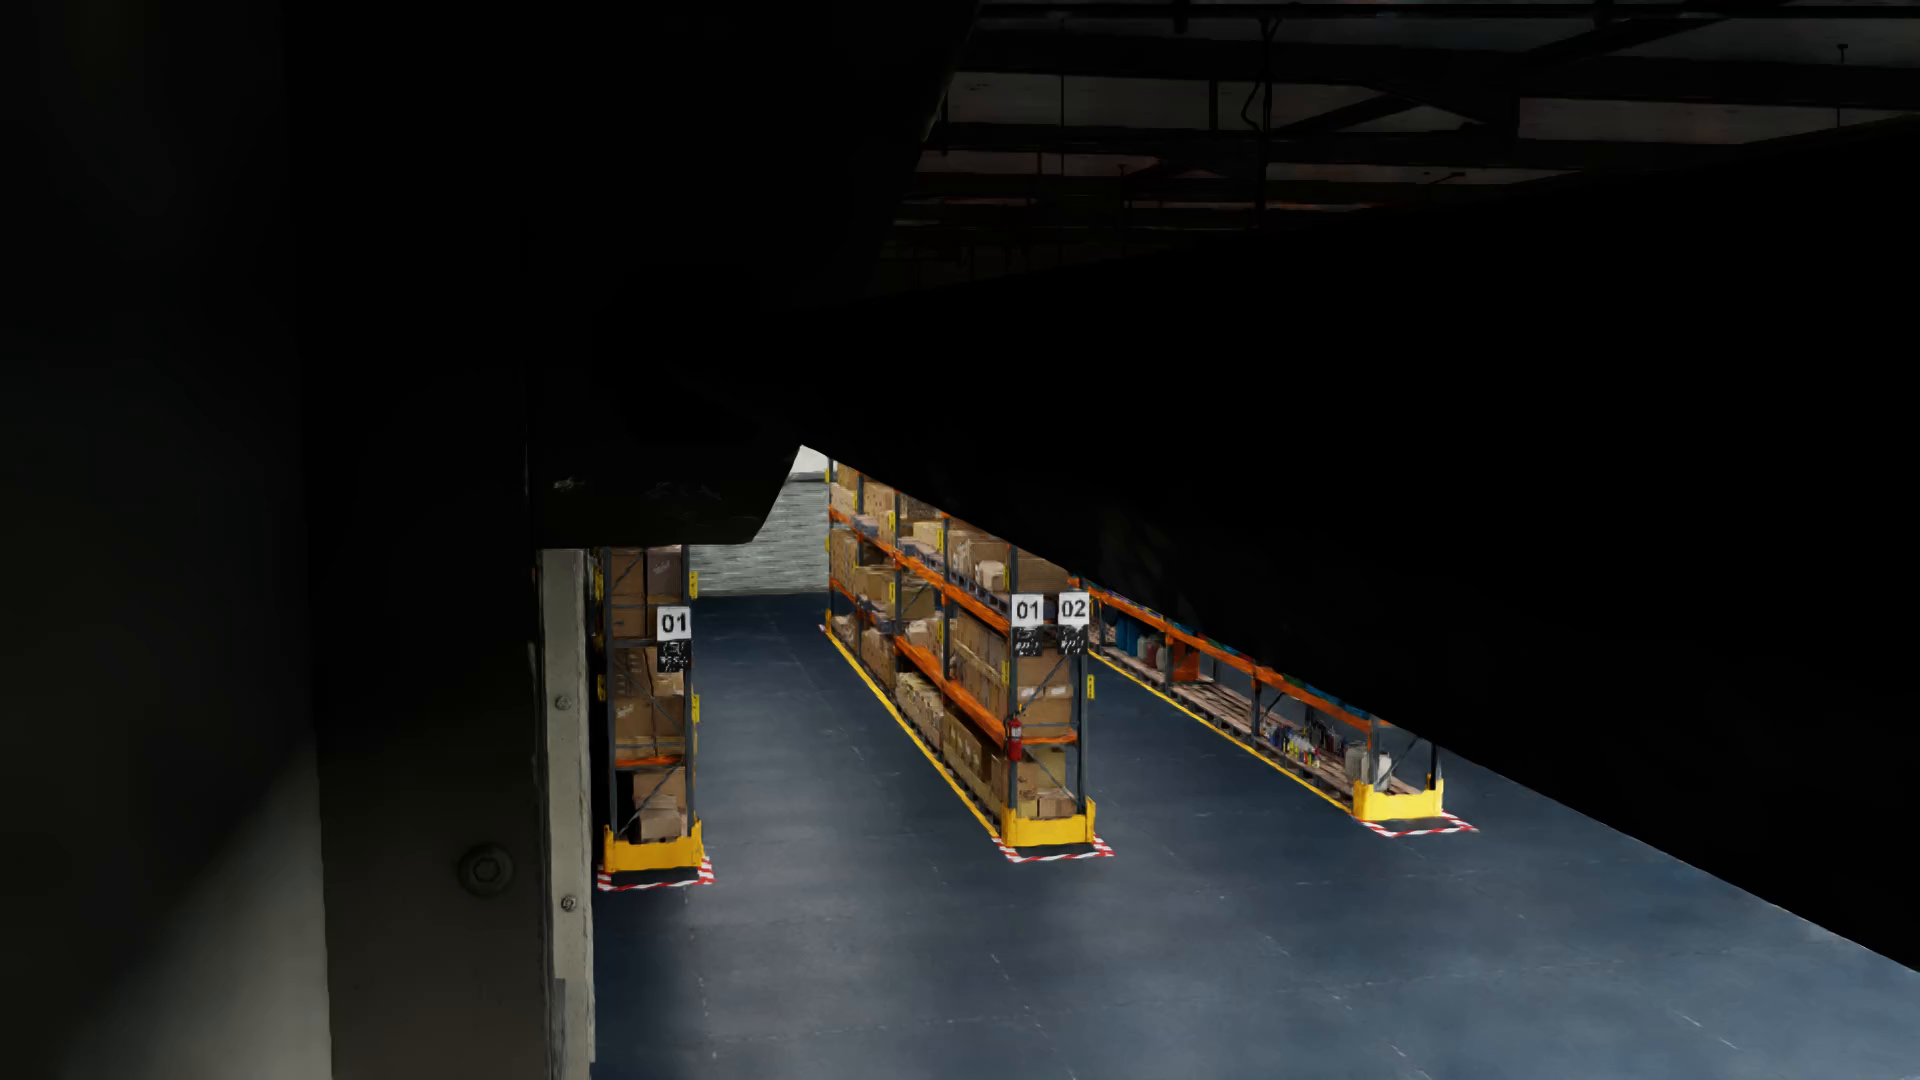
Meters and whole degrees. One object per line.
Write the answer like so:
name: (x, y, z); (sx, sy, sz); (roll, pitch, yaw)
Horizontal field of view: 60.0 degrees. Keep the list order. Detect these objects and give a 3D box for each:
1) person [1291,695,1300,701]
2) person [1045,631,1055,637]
person: (6.058, 2.146, 28.868); (0.419, 1.500, 1.038); (-2, 7, -15)
person: (1.508, 2.206, 27.647); (0.454, 1.679, 0.537); (-5, 9, -37)
